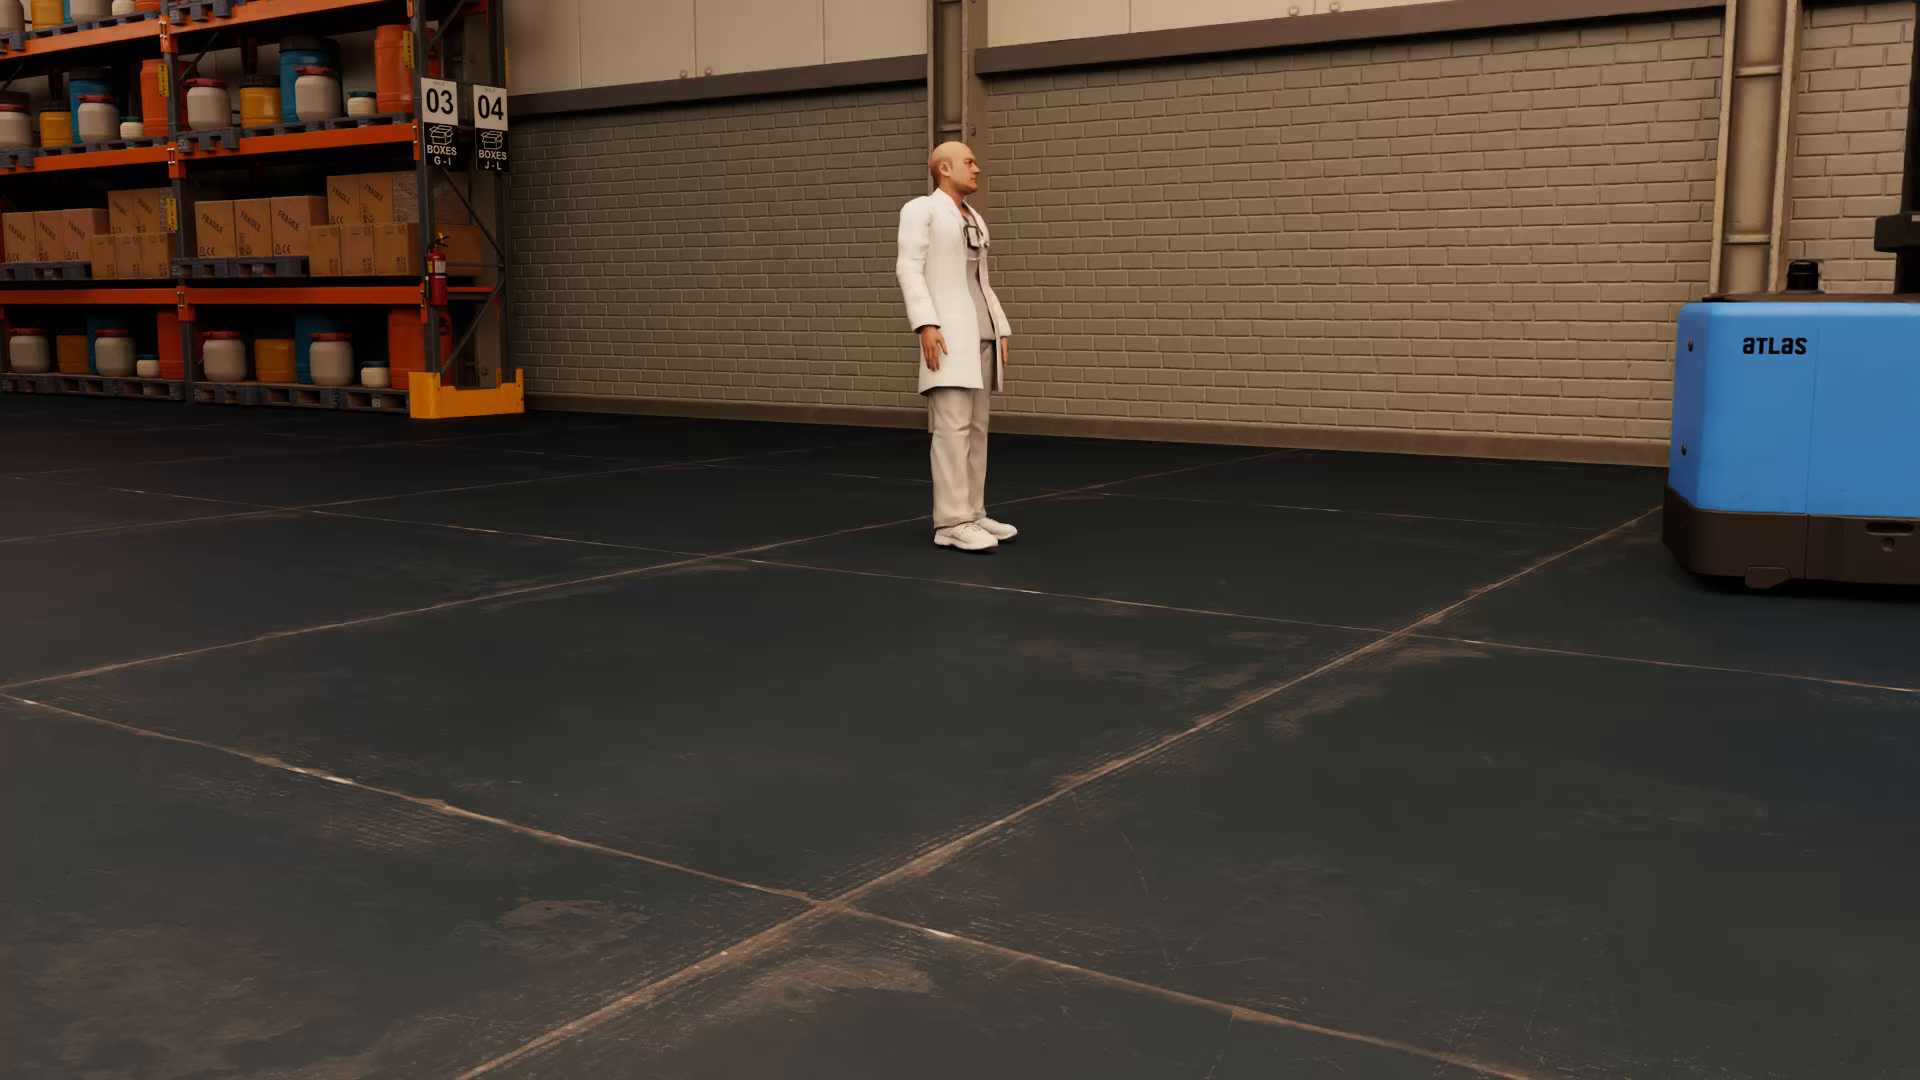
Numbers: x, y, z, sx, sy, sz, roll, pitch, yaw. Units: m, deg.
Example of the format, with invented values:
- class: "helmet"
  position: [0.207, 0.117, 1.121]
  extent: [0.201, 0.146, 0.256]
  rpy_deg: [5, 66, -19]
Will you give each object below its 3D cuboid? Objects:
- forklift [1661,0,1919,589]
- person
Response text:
- class: "forklift"
  position: [4.322, -1.261, 6.061]
  extent: [3.031, 2.935, 1.130]
  rpy_deg: [2, 8, 16]
- class: "person"
  position: [0.074, -0.880, 7.424]
  extent: [0.578, 1.778, 0.698]
  rpy_deg: [5, 10, 34]
